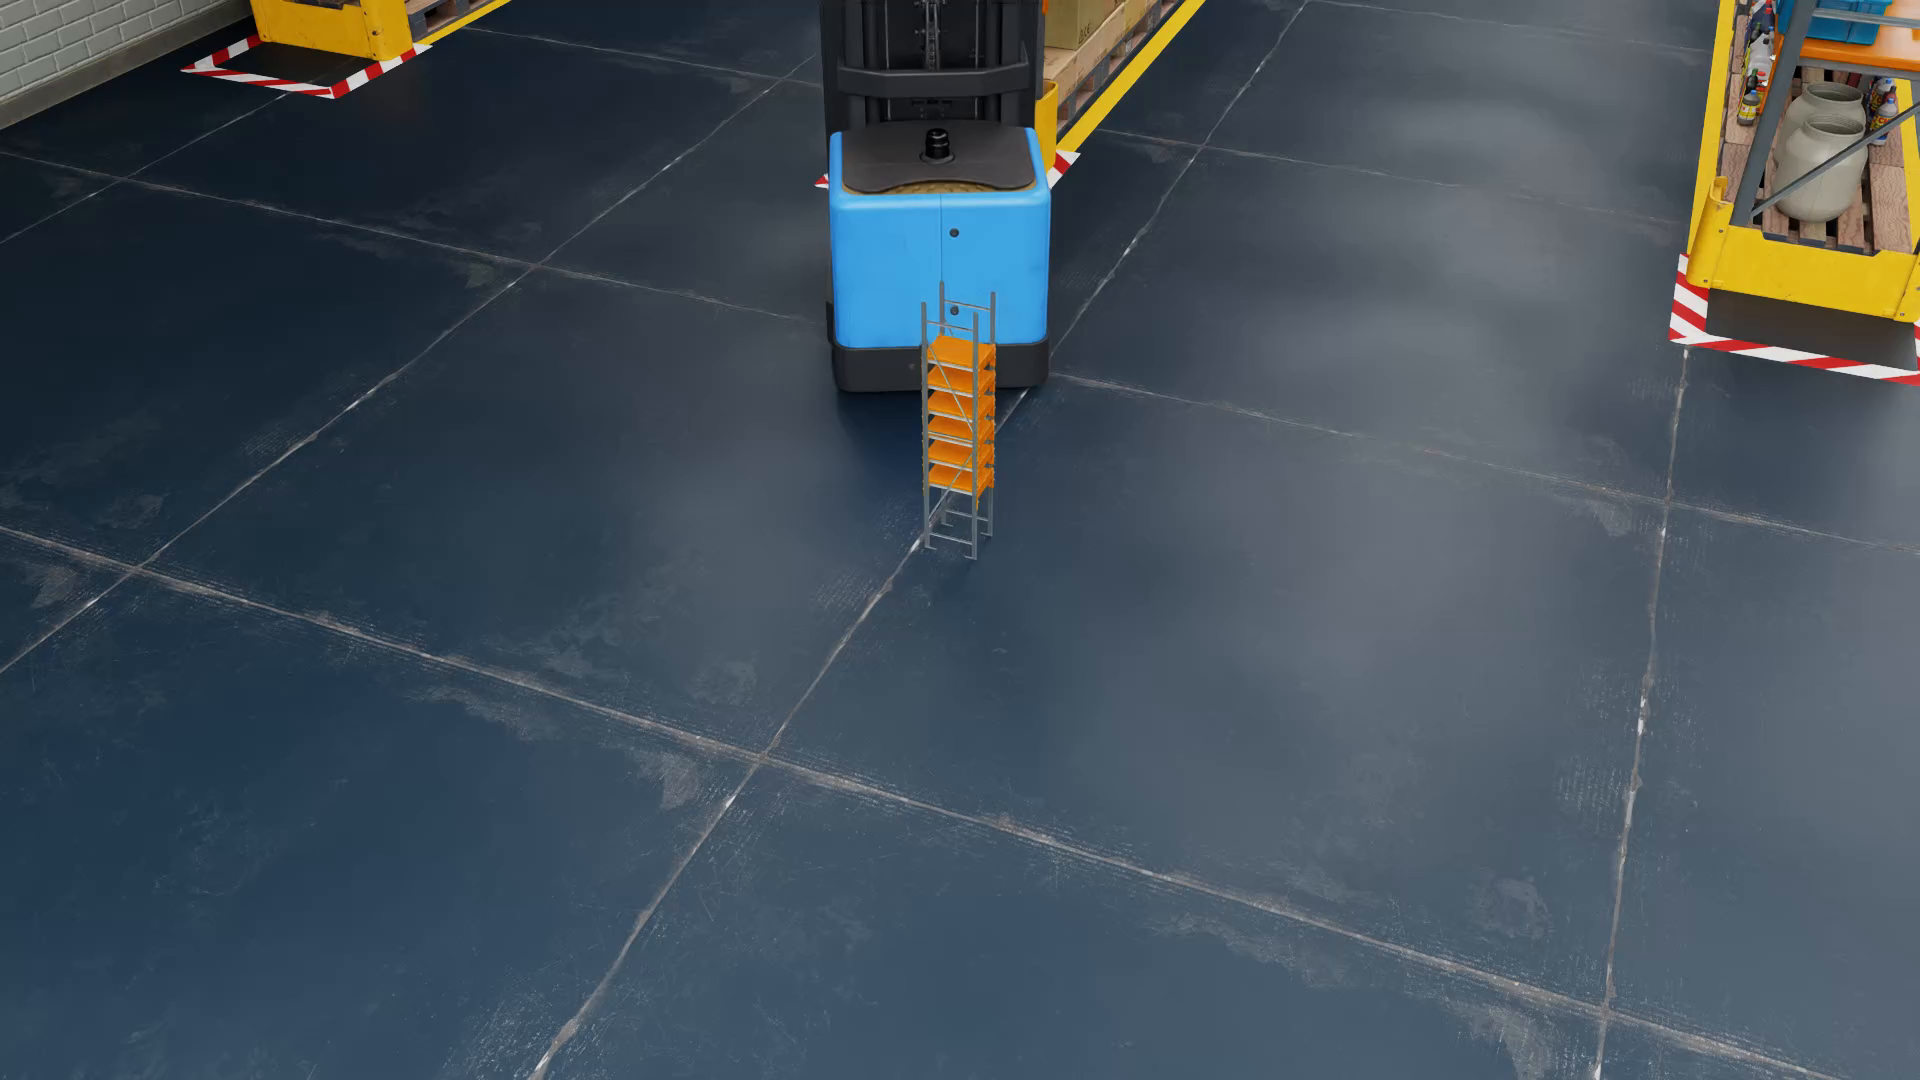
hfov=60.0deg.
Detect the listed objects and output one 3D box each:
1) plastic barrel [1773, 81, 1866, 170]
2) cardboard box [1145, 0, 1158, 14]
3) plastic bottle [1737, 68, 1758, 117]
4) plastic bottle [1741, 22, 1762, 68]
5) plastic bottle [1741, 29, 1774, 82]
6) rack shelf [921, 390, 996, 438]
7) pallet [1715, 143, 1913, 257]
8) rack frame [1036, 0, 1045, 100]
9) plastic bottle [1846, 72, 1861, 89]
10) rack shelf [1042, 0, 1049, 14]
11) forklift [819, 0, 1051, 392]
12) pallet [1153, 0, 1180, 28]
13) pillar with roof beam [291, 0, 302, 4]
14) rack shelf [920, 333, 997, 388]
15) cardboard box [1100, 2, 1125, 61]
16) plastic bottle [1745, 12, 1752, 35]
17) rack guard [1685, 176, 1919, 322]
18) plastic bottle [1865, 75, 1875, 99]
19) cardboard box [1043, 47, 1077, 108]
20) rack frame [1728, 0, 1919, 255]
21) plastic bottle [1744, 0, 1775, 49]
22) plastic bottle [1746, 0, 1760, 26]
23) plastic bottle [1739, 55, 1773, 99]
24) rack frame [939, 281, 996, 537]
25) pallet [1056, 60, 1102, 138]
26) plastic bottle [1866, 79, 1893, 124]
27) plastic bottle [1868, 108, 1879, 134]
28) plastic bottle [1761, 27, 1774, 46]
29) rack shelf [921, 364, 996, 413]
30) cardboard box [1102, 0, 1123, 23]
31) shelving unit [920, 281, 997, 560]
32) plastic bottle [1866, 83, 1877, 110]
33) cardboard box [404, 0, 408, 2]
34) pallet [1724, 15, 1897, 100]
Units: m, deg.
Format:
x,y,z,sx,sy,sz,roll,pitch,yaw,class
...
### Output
x,y,z,sx,sy,sz,roll,pitch,yaw,class
4.971,-2.345,9.610,0.421,0.512,0.421,0,37,0,plastic barrel
1.193,-4.065,12.129,0.500,0.250,0.500,14,39,18,cardboard box
4.922,-2.788,10.376,0.061,0.283,0.133,15,39,19,plastic bottle
5.259,-3.278,11.032,0.061,0.283,0.133,16,40,20,plastic bottle
5.198,-3.152,10.807,0.144,0.351,0.185,14,39,17,plastic bottle
-0.006,-0.533,6.835,0.258,0.103,0.180,14,39,18,rack shelf
4.900,-1.899,9.614,1.003,0.211,1.213,14,39,18,pallet
0.021,-3.645,9.621,1.000,3.000,0.127,14,39,18,rack frame
5.784,-3.045,10.719,0.061,0.283,0.133,14,39,18,plastic bottle
0.782,-4.464,11.318,1.077,0.370,4.000,14,39,18,rack shelf
-0.170,-2.756,8.488,1.130,2.935,3.031,-2,37,-3,forklift
1.202,-4.312,12.842,1.003,0.211,1.213,14,39,18,pallet
-1.114,-6.778,8.802,9.100,9.000,0.400,14,39,18,pillar with roof beam
-0.005,-0.725,6.691,0.258,0.103,0.180,14,39,18,rack shelf
0.809,-3.512,11.389,0.500,0.250,0.500,14,39,18,cardboard box
5.519,-3.595,11.524,0.097,0.201,0.097,0,37,0,plastic bottle
4.586,-1.566,8.927,1.175,0.500,0.348,14,39,18,rack guard
5.863,-2.916,10.616,0.097,0.201,0.097,0,37,0,plastic bottle
0.431,-2.958,10.648,0.500,0.250,0.500,14,39,18,cardboard box
4.601,-2.514,8.108,1.000,3.000,0.127,14,39,18,rack frame
5.432,-3.492,11.261,0.144,0.351,0.185,15,39,19,plastic bottle
5.596,-3.736,11.654,0.097,0.271,0.097,0,37,0,plastic bottle
5.068,-2.926,10.567,0.152,0.276,0.135,13,39,16,plastic bottle
0.029,-0.523,6.948,0.240,1.200,0.006,14,39,18,rack frame
0.274,-2.961,11.035,1.003,0.211,1.213,14,39,18,pallet
5.709,-2.720,10.295,0.097,0.271,0.097,0,37,0,plastic bottle
5.618,-2.560,10.139,0.097,0.201,0.097,0,37,0,plastic bottle
5.339,-3.266,11.025,0.097,0.271,0.097,0,37,0,plastic bottle
-0.006,-0.629,6.763,0.258,0.103,0.180,14,39,18,rack shelf
0.798,-3.815,11.168,0.500,0.500,0.500,14,39,18,cardboard box
-0.006,-0.473,6.880,0.258,1.200,0.189,14,39,18,shelving unit
5.785,-2.803,10.464,0.097,0.201,0.097,0,37,0,plastic bottle
-4.215,-4.233,12.286,0.500,0.311,0.500,10,38,13,cardboard box
5.829,-3.250,11.421,1.003,0.211,1.213,14,39,18,pallet
